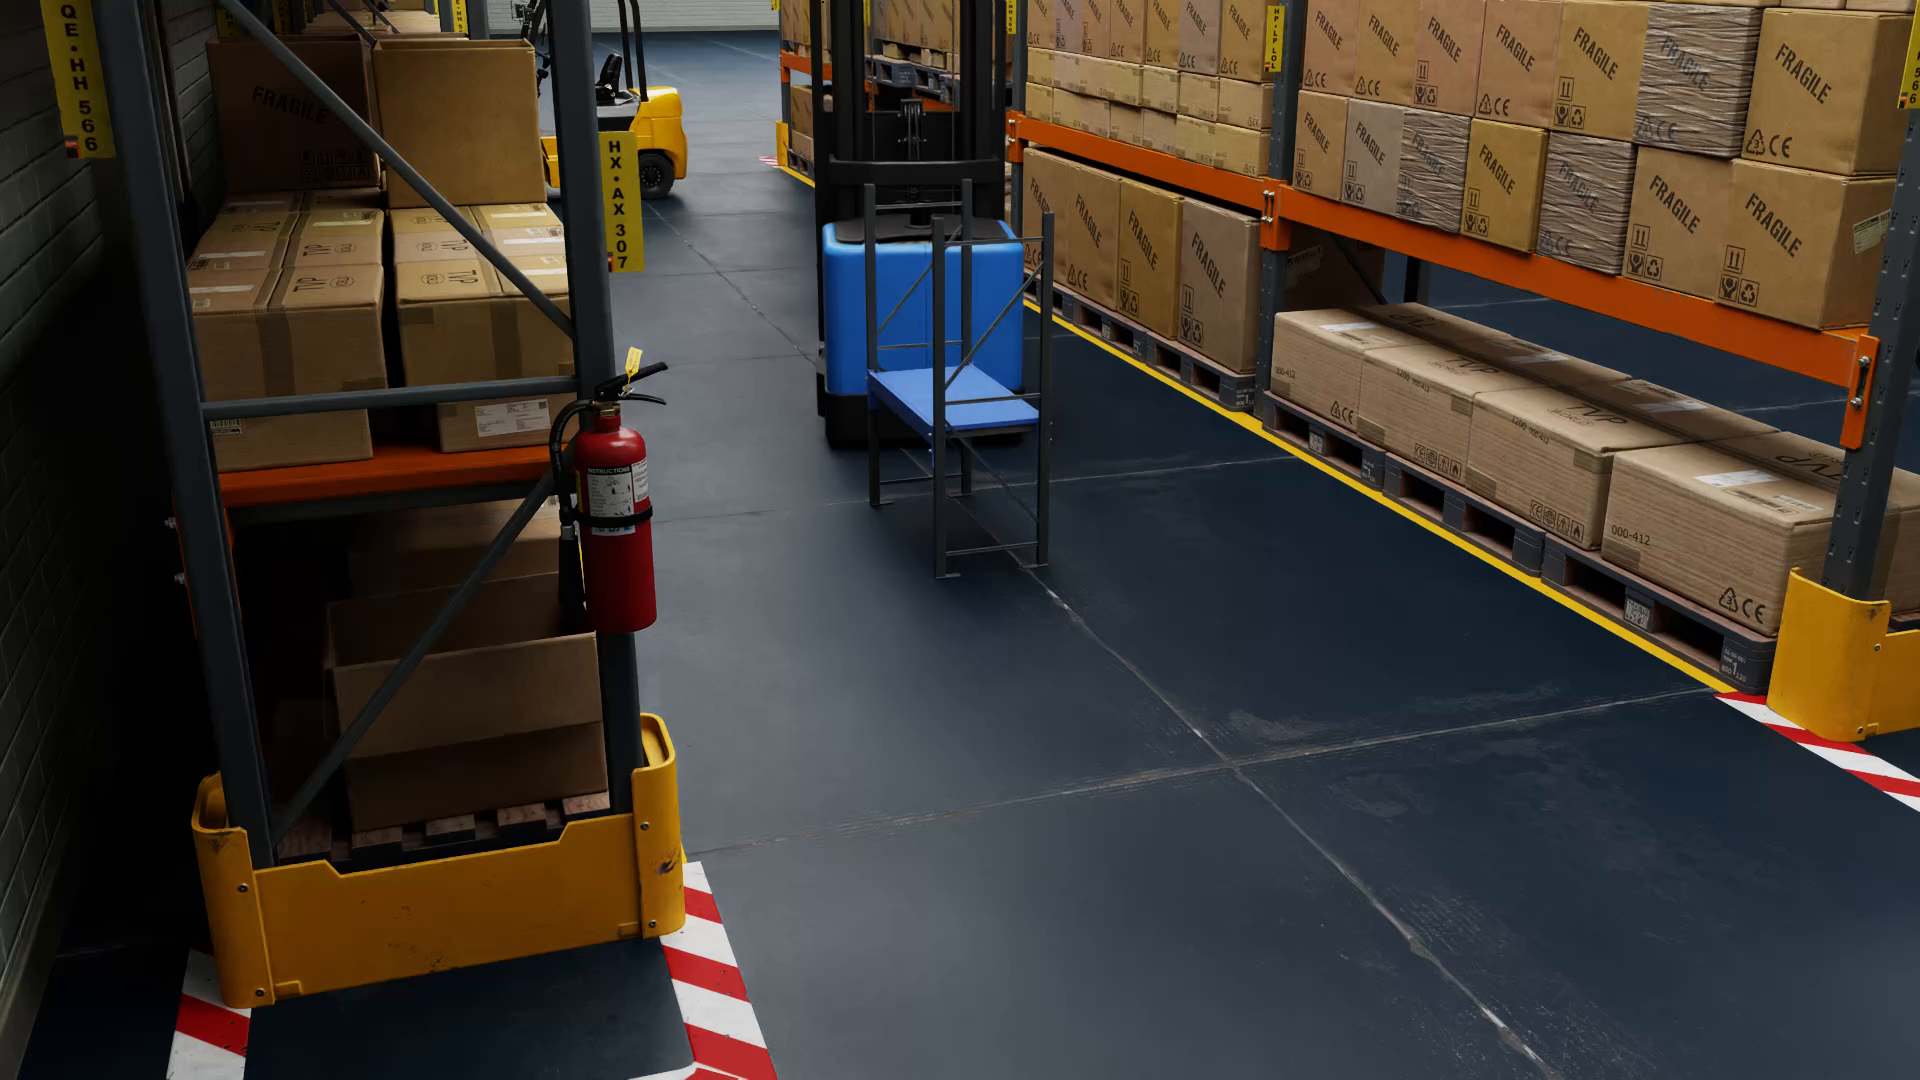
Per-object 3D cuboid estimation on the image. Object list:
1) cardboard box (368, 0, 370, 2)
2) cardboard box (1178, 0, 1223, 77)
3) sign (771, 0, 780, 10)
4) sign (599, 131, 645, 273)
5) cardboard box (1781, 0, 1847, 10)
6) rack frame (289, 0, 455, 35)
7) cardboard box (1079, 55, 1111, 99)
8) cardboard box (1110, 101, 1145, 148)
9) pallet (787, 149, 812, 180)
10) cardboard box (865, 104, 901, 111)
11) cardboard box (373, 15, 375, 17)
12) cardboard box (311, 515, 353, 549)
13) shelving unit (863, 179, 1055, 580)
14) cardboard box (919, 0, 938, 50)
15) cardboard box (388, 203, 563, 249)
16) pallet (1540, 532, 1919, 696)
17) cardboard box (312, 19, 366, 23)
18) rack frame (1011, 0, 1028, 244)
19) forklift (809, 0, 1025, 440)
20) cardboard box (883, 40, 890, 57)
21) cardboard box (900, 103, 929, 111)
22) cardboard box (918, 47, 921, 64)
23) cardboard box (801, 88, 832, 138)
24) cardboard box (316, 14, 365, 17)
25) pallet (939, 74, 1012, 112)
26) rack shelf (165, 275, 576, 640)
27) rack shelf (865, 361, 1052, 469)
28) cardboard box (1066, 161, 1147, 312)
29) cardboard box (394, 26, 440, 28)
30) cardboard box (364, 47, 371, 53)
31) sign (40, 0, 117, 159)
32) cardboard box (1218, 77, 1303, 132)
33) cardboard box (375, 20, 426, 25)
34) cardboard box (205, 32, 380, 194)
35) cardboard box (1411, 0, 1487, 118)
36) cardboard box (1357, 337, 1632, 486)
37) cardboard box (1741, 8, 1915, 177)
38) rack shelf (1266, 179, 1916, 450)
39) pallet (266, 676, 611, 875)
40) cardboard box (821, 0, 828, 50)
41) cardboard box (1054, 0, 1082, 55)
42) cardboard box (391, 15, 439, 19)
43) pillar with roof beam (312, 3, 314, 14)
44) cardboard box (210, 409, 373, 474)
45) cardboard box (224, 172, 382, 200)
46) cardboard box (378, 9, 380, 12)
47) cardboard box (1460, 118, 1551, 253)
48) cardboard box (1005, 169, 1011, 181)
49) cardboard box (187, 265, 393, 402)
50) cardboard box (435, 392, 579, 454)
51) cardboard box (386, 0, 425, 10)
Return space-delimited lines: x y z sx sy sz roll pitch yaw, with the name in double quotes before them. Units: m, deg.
"cardboard box" -5.896 -5.239 16.018 0.380 0.149 0.250 -6 21 -16
"cardboard box" 1.591 -2.939 9.533 0.500 0.500 0.500 -6 21 -16
"sign" -2.148 -6.340 19.348 0.100 0.325 0.005 -6 21 -17
"sign" -0.800 -0.792 3.903 0.100 0.325 0.005 -6 21 -17
"cardboard box" 2.991 -1.851 5.546 0.380 0.149 0.250 -6 21 -16
"rack frame" -3.829 -2.894 11.036 1.000 3.000 0.127 -6 21 -17
"cardboard box" 1.113 -3.071 11.012 0.500 0.250 0.500 -6 21 -17
"cardboard box" 1.293 -2.678 10.658 0.500 0.250 0.500 -6 21 -17
"pallet" -1.387 -4.389 19.323 1.003 0.211 1.213 -6 21 -17
"cardboard box" -0.816 -4.124 16.798 0.500 0.500 0.500 -7 21 -18
"cardboard box" -6.267 -5.155 17.183 0.500 0.500 0.500 -6 21 -16
"cardboard box" -2.452 -0.090 6.826 0.380 0.149 0.250 -7 21 -18
"shelving unit" -0.027 -0.733 7.239 0.538 1.500 1.048 -6 21 -17
"cardboard box" -0.028 -4.425 14.091 0.500 0.500 0.500 -7 21 -19
"cardboard box" -1.523 -0.894 5.251 0.500 0.250 0.500 -7 21 -18
"pallet" 3.071 0.209 6.523 1.003 0.211 1.213 -6 21 -17
"cardboard box" -4.745 -3.900 12.730 0.380 0.149 0.250 -6 21 -17
"rack frame" 0.882 -3.423 12.508 1.000 3.000 0.127 -6 21 -17
"forklift" -0.310 -2.356 9.640 1.130 2.935 3.031 -2 20 -5
"cardboard box" -0.502 -4.575 15.466 0.380 0.149 0.250 -6 21 -16
"cardboard box" -0.305 -4.181 16.956 0.500 0.500 0.500 -5 20 -15
"cardboard box" -0.153 -4.244 14.546 0.380 0.149 0.250 -6 21 -17
"cardboard box" -1.465 -4.783 18.633 0.500 0.500 0.500 -7 21 -19
"cardboard box" -5.067 -4.222 13.627 0.380 0.149 0.250 -6 21 -17
"pallet" 0.557 -3.550 13.145 1.213 0.211 1.003 -6 21 -17
"rack shelf" -1.943 -0.630 5.797 1.077 0.370 4.000 -6 21 -17
"rack shelf" -0.027 -0.564 7.300 0.538 0.185 1.000 -6 21 -17
"cardboard box" 1.296 -2.103 11.356 0.875 0.875 0.875 -6 21 -17
"cardboard box" -3.840 -3.545 11.742 0.380 0.149 0.250 -6 21 -16
"cardboard box" -2.674 -2.200 8.336 0.700 0.500 0.500 -6 21 -17
"sign" -1.848 -0.968 3.493 0.100 0.325 0.005 -6 21 -17
"cardboard box" 1.770 -2.419 9.197 0.500 0.250 0.500 -6 21 -17
"cardboard box" -4.239 -3.866 12.635 0.380 0.149 0.250 -6 21 -17
"cardboard box" -2.357 -1.527 5.902 0.500 0.500 0.500 -7 21 -19
"cardboard box" 2.362 -2.150 7.337 0.500 0.500 0.500 -6 21 -16
"cardboard box" 2.516 -0.631 7.904 0.875 0.438 0.875 -7 21 -19
"cardboard box" 3.019 -1.502 5.535 0.500 0.500 0.500 -6 21 -15
"rack shelf" 2.768 -1.159 7.269 1.077 0.370 4.000 -6 21 -17
"pallet" -1.590 0.706 5.140 1.003 0.211 1.213 -6 21 -17
"cardboard box" -1.252 -5.504 17.714 0.500 0.500 0.500 -7 21 -18
"cardboard box" 0.970 -3.598 11.369 0.500 0.500 0.500 -6 21 -17
"cardboard box" -4.435 -4.209 13.589 0.380 0.149 0.250 -7 21 -19
"pillar with roof beam" -4.780 -10.348 22.915 9.100 9.000 0.400 -6 21 -17
"cardboard box" -1.674 -0.286 4.148 0.380 0.149 0.250 -7 21 -18
"cardboard box" -2.348 -1.166 6.008 0.500 0.250 0.500 -6 21 -16
"cardboard box" -5.549 -5.233 16.442 0.380 0.149 0.250 -7 21 -18
"cardboard box" 2.504 -1.520 7.063 0.500 0.500 0.500 -6 21 -16
"cardboard box" 0.241 -3.046 14.725 0.950 0.372 0.625 -6 21 -15
"cardboard box" -1.711 -0.516 4.196 0.500 0.250 0.500 -6 21 -16
"cardboard box" -1.158 -0.343 4.306 0.380 0.149 0.250 -7 21 -18
"cardboard box" -4.905 -4.804 14.806 0.380 0.149 0.250 -6 21 -16
